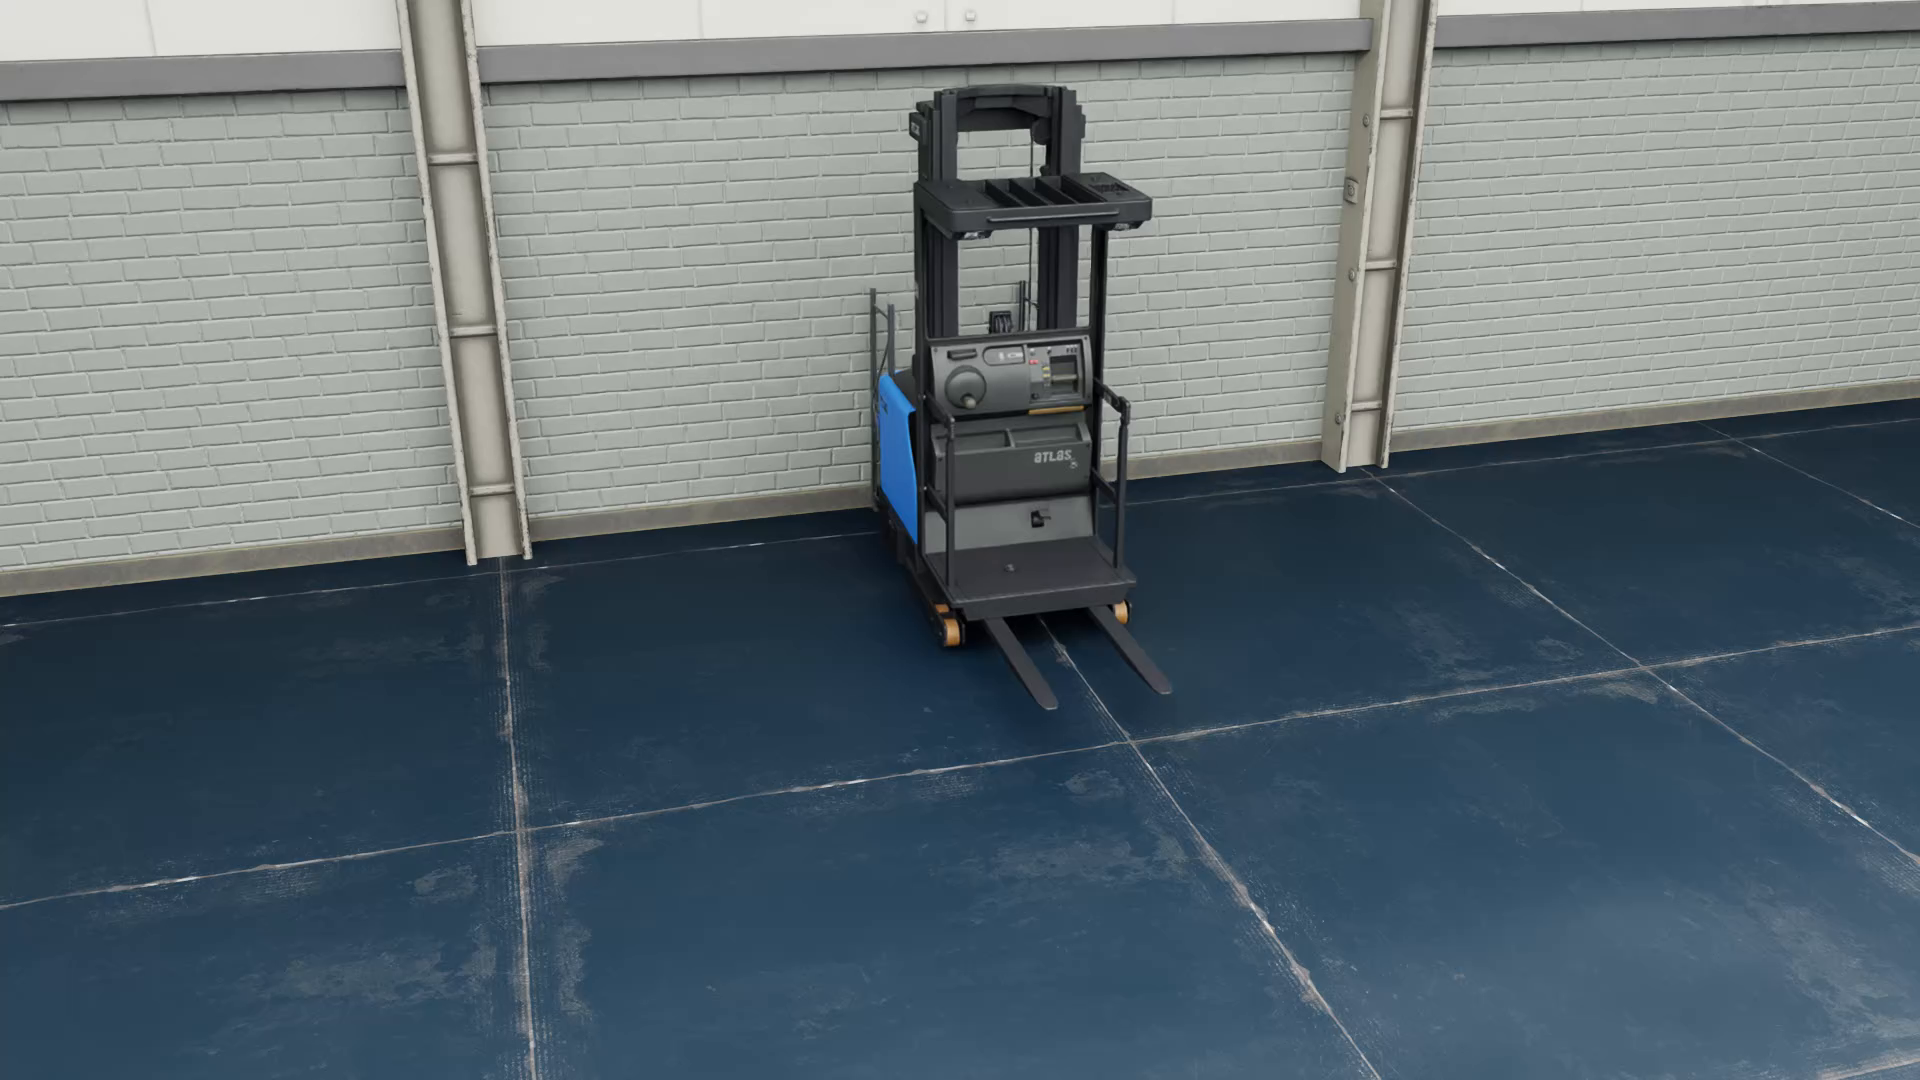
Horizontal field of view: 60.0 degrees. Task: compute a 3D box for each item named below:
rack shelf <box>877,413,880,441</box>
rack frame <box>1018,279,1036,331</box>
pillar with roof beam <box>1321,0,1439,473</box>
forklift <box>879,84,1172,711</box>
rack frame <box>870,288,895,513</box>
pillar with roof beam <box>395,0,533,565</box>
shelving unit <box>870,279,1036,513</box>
[{"bbox_3d":[-0.018,-0.716,10.945,1.000,0.185,0.538,-6,22,-16],"label":"rack shelf"},{"bbox_3d":[0.470,-0.932,11.022,0.032,1.500,0.500,-6,22,-16],"label":"rack frame"},{"bbox_3d":[4.015,-3.061,6.472,0.400,9.000,9.100,-6,24,-14],"label":"pillar with roof beam"},{"bbox_3d":[0.353,-0.913,9.160,1.130,2.935,3.031,-6,24,-14],"label":"forklift"},{"bbox_3d":[-0.501,-0.835,10.738,0.032,1.500,0.500,-6,22,-16],"label":"rack frame"},{"bbox_3d":[-1.762,-2.422,4.983,0.400,9.000,9.100,-6,24,-14],"label":"pillar with roof beam"},{"bbox_3d":[-0.015,-0.884,10.880,1.048,1.500,0.538,-6,22,-16],"label":"shelving unit"}]
